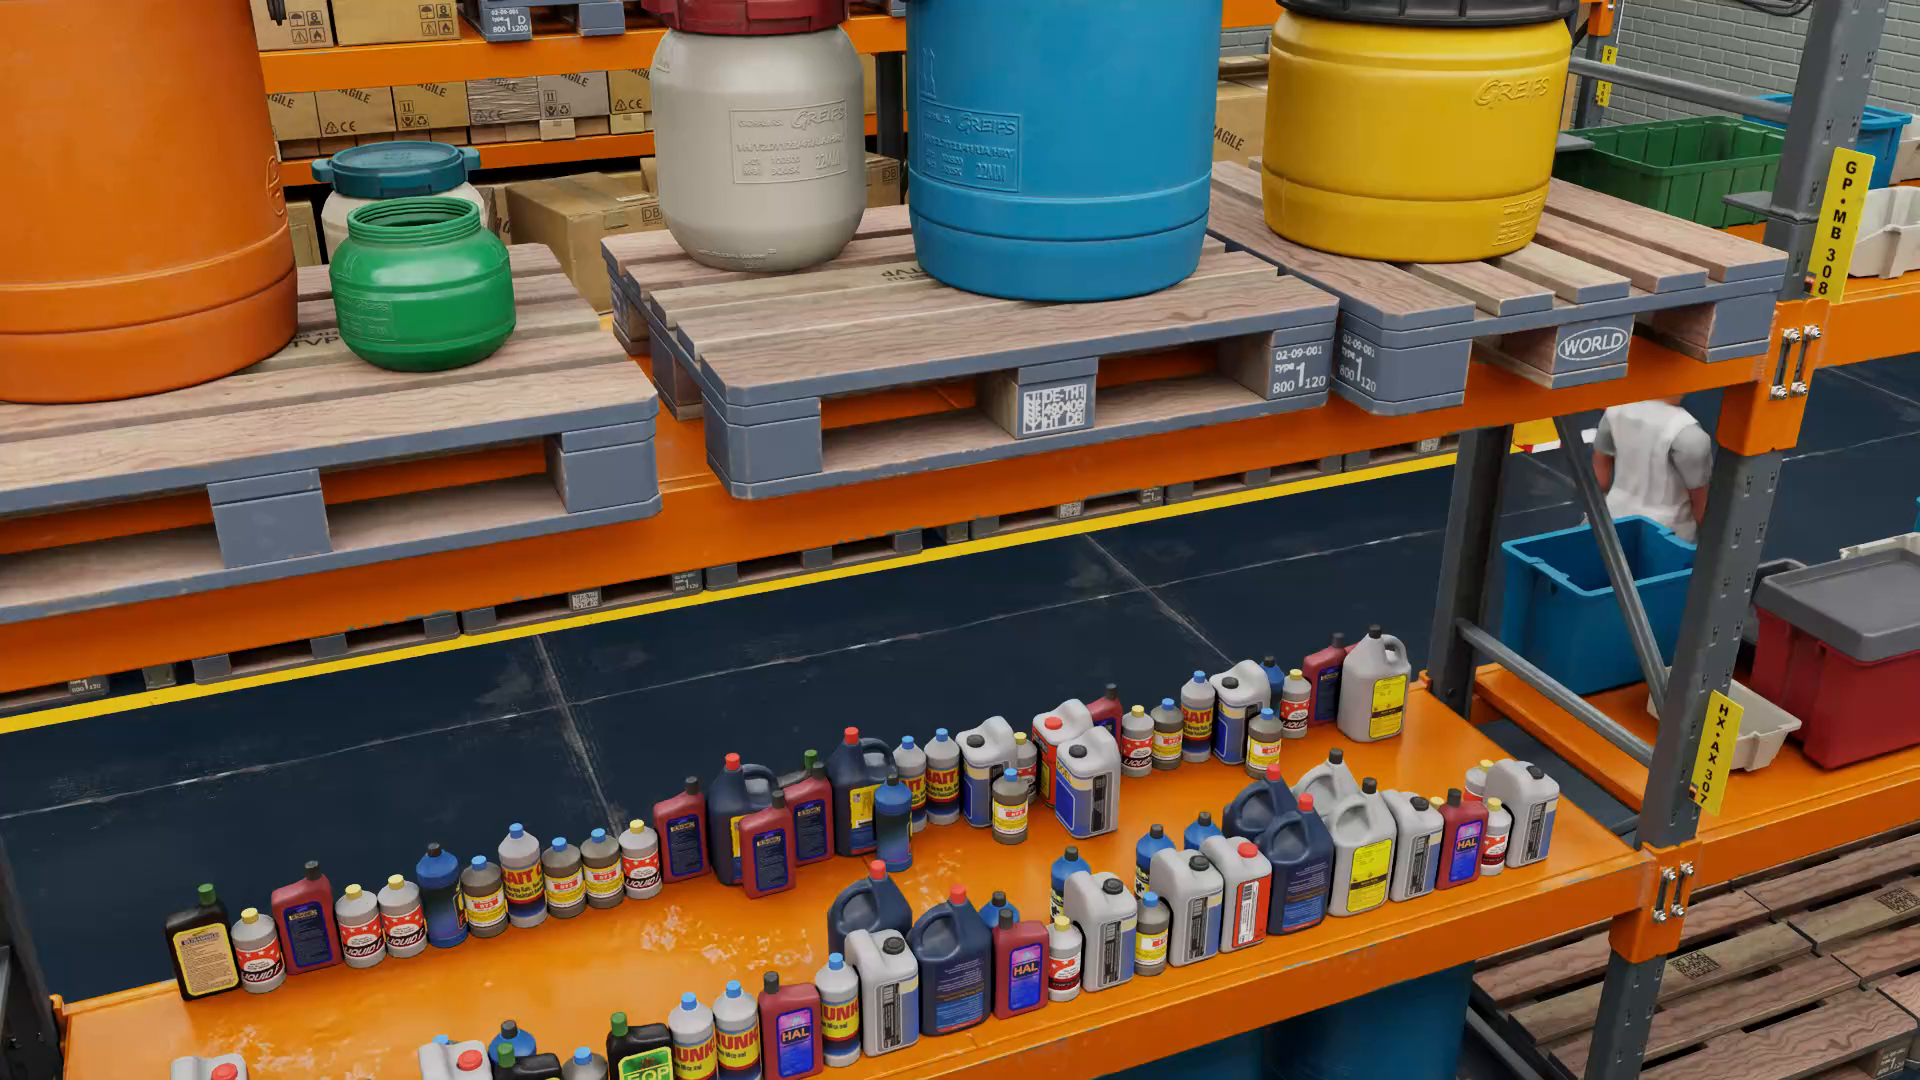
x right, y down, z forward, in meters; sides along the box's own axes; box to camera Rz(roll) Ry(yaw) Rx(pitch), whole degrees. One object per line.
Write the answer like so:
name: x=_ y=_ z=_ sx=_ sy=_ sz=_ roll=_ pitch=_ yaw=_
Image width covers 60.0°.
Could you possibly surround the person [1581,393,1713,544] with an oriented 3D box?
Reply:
person: x=3.060 y=-0.059 z=7.167 sx=0.974 sy=1.736 sz=0.536 roll=-9 pitch=27 yaw=-18
